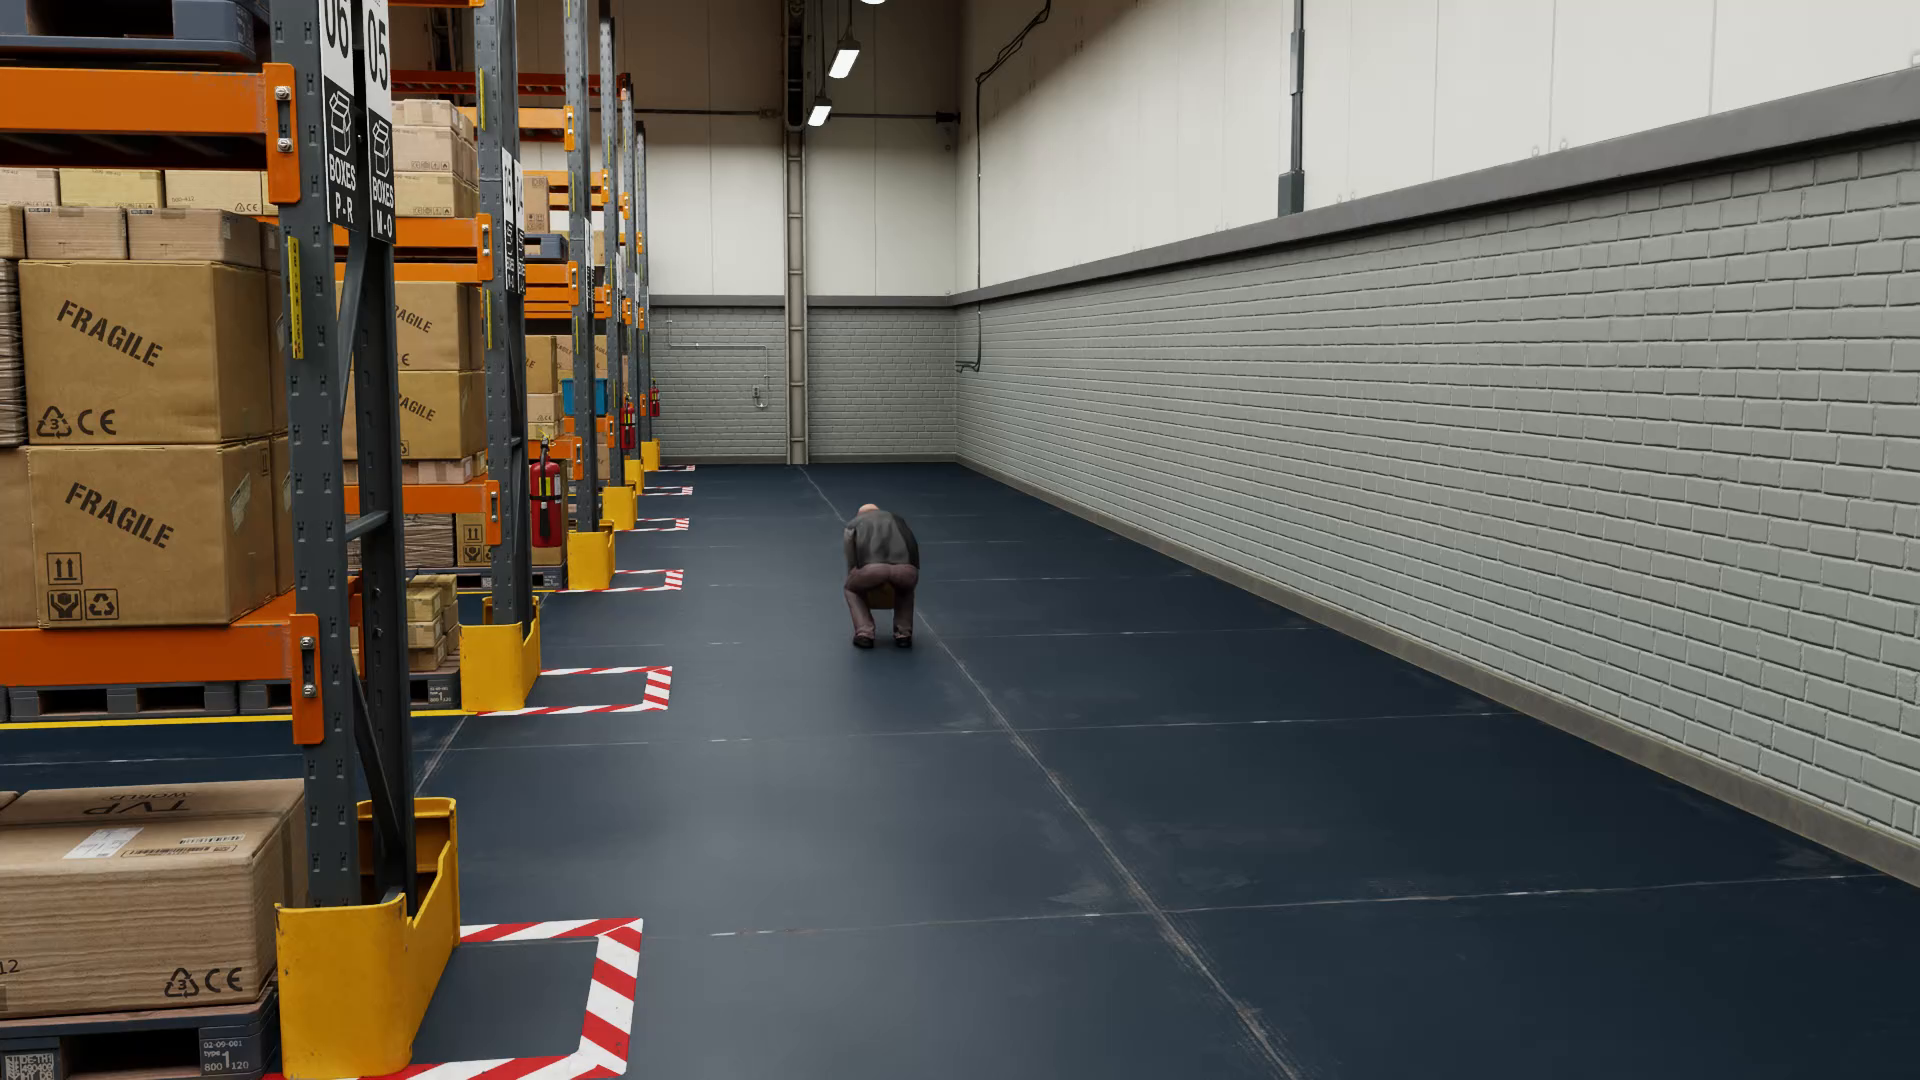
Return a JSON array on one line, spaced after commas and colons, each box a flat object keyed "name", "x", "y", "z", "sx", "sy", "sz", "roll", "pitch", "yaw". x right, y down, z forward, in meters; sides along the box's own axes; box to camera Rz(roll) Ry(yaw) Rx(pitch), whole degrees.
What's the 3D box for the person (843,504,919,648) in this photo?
[{"name": "person", "x": -0.567, "y": 0.258, "z": 11.826, "sx": 0.514, "sy": 0.951, "sz": 0.908, "roll": -1, "pitch": 7, "yaw": -10}]
